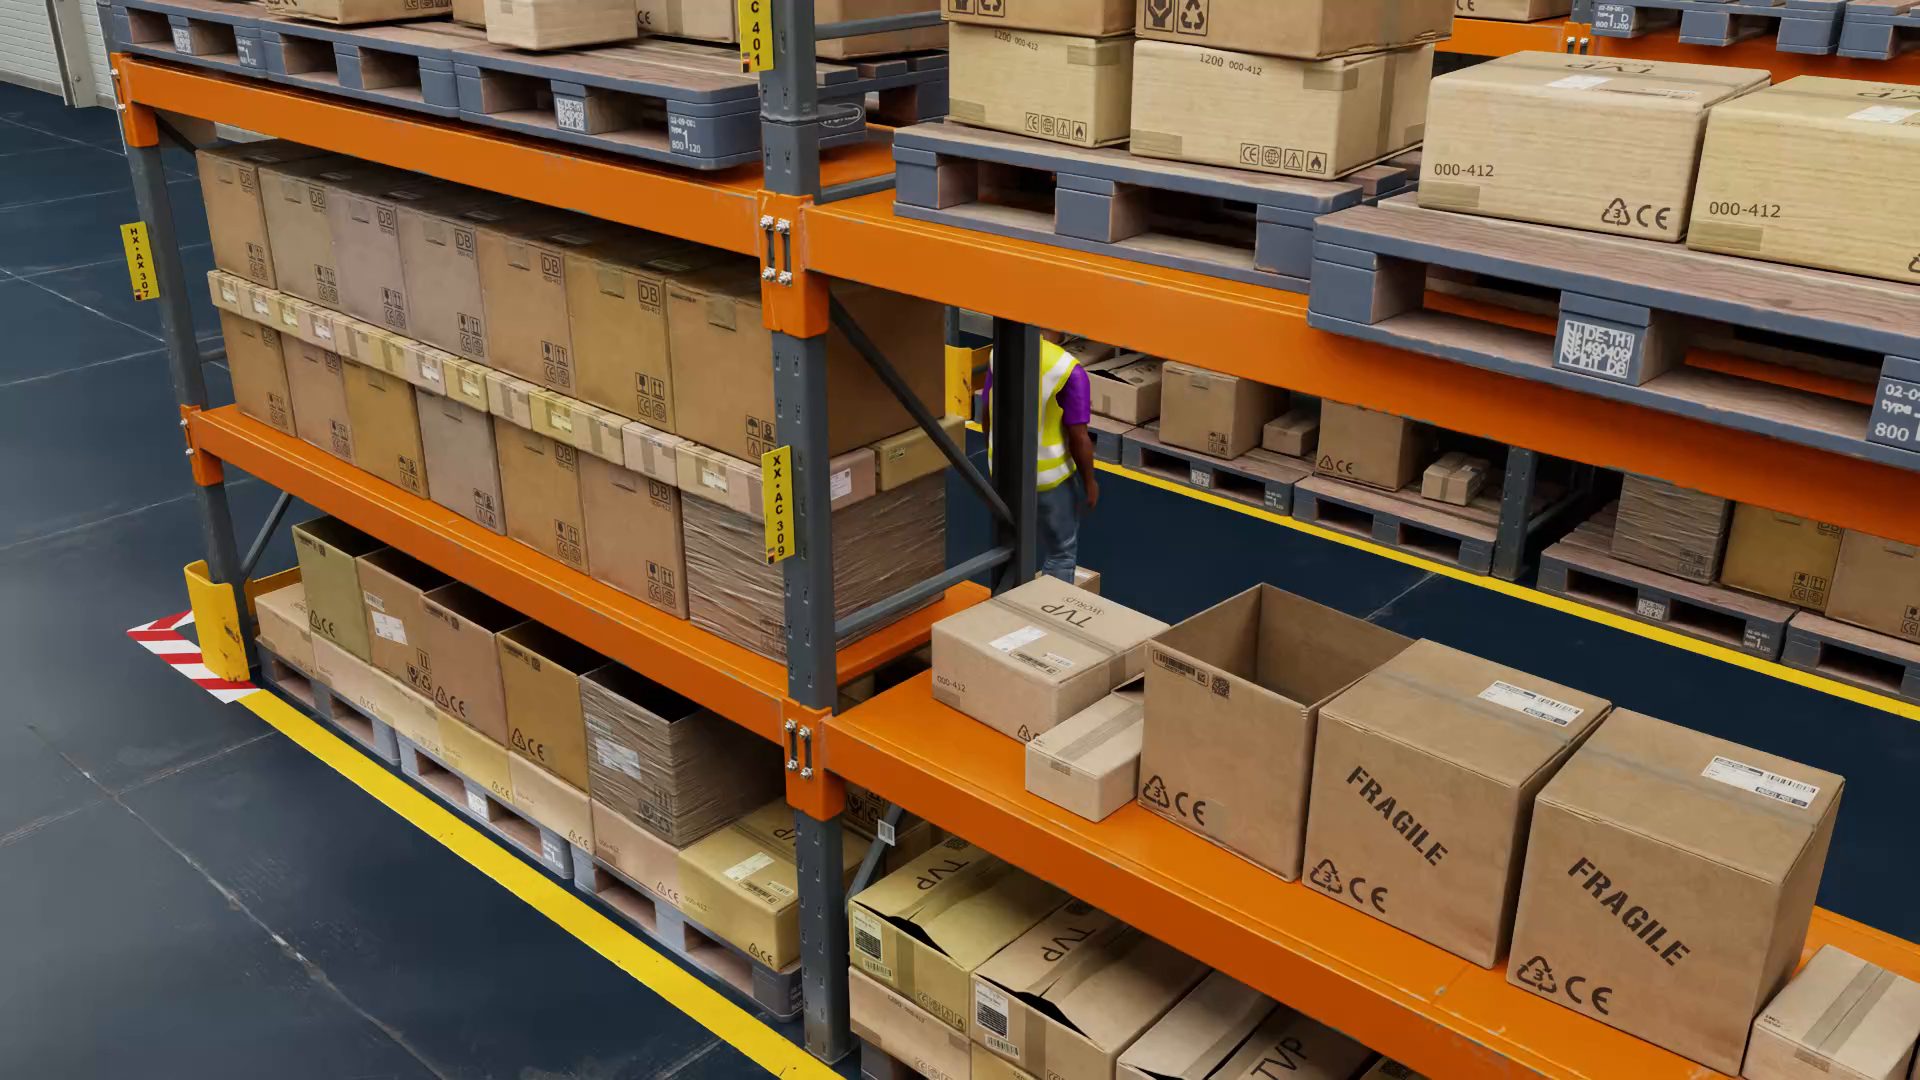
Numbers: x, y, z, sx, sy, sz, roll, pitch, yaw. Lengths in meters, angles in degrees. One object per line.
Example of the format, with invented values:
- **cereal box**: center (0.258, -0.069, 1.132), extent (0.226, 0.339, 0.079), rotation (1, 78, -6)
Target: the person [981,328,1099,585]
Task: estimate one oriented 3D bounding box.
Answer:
- **person**: center (0.383, -0.334, 7.836), extent (0.632, 1.760, 0.463), rotation (19, 30, 37)
